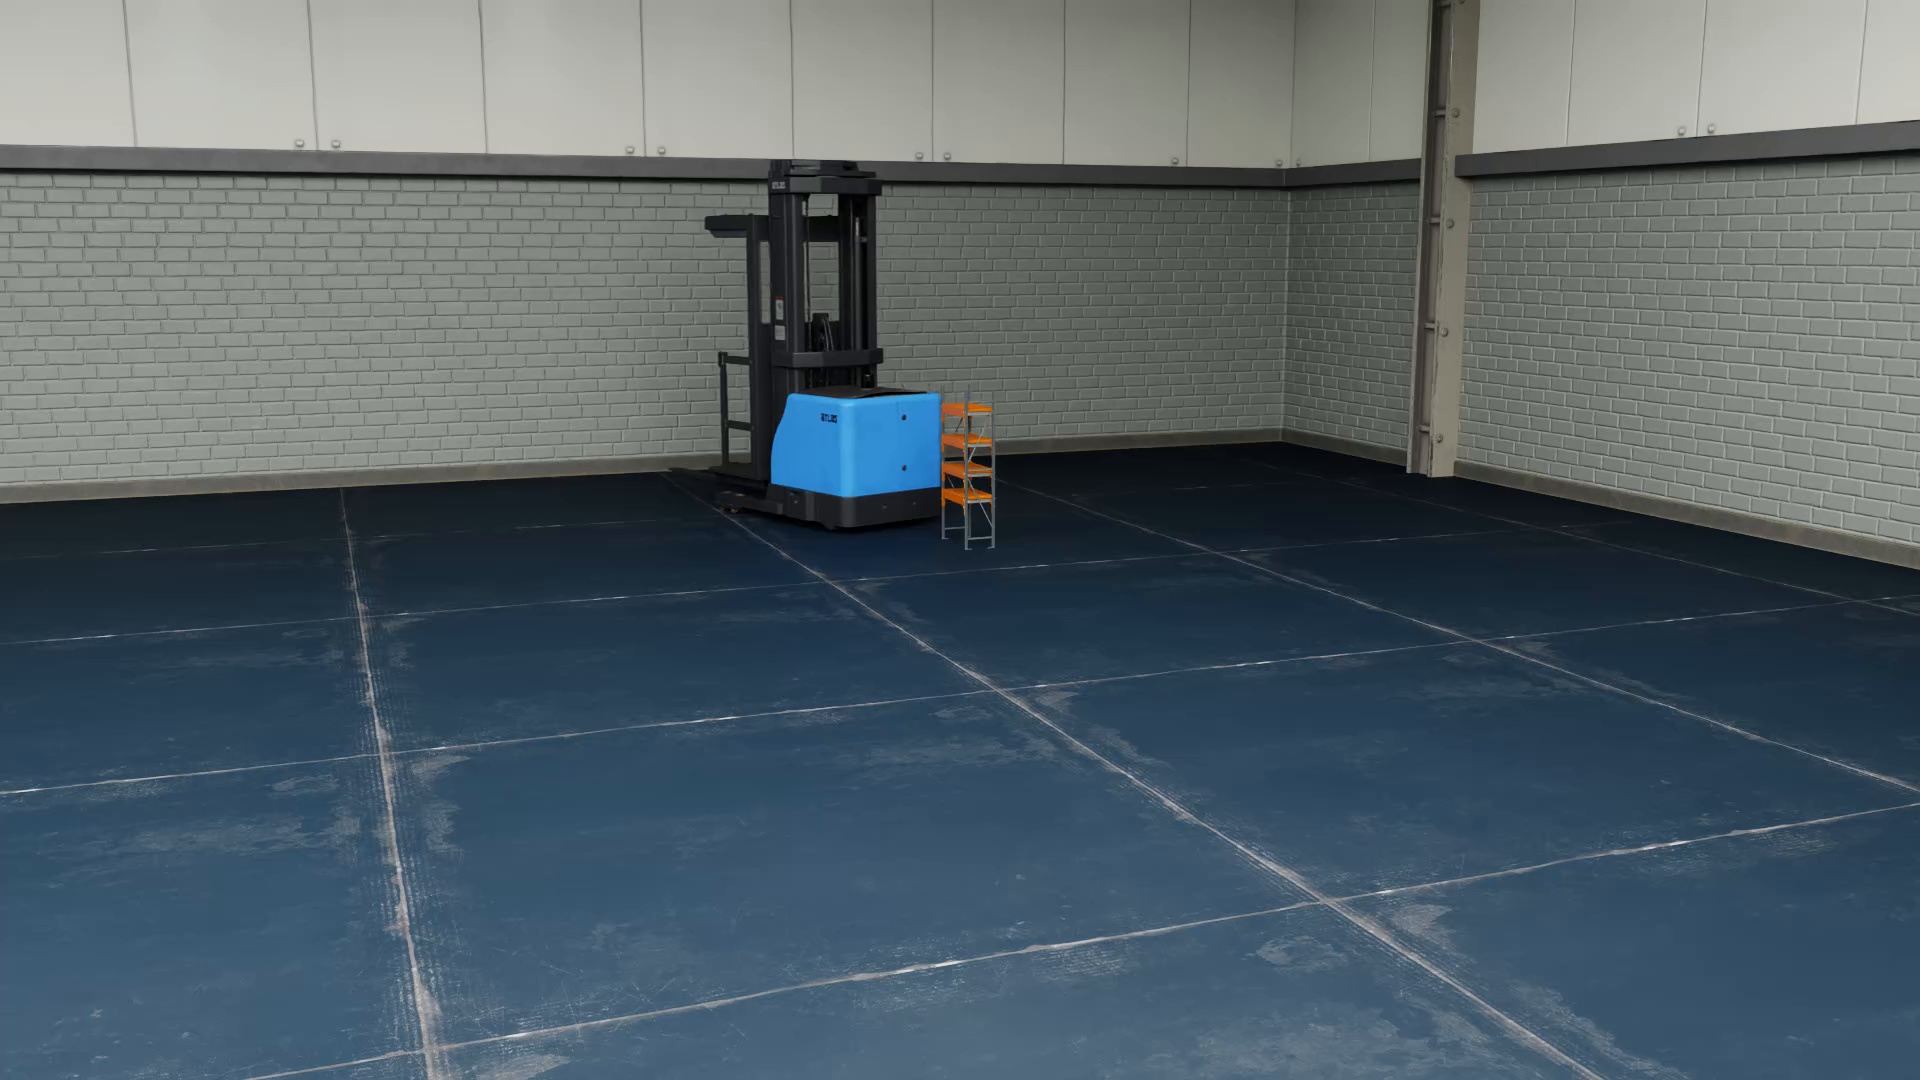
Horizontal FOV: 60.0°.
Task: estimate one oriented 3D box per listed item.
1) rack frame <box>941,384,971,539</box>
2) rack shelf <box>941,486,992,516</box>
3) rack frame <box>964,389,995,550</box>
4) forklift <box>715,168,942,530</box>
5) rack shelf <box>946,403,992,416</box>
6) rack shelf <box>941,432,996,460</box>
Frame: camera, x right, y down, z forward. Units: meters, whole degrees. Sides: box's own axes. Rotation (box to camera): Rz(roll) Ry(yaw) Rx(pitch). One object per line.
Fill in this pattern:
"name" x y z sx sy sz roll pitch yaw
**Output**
"rack frame" -0.028 -0.604 12.887 0.240 1.200 0.015 -4 11 -21
"rack shelf" 0.060 -0.302 12.710 0.258 0.148 0.480 -4 11 -21
"rack frame" 0.148 -0.524 12.439 0.240 1.200 0.015 -4 11 -21
"forklift" -1.114 -1.619 13.836 1.129 2.867 1.939 -8 13 -40
"rack shelf" 0.060 -0.989 12.588 0.221 0.050 0.457 -4 11 -21
"rack shelf" 0.060 -0.718 12.636 0.258 0.148 0.480 -4 11 -21
